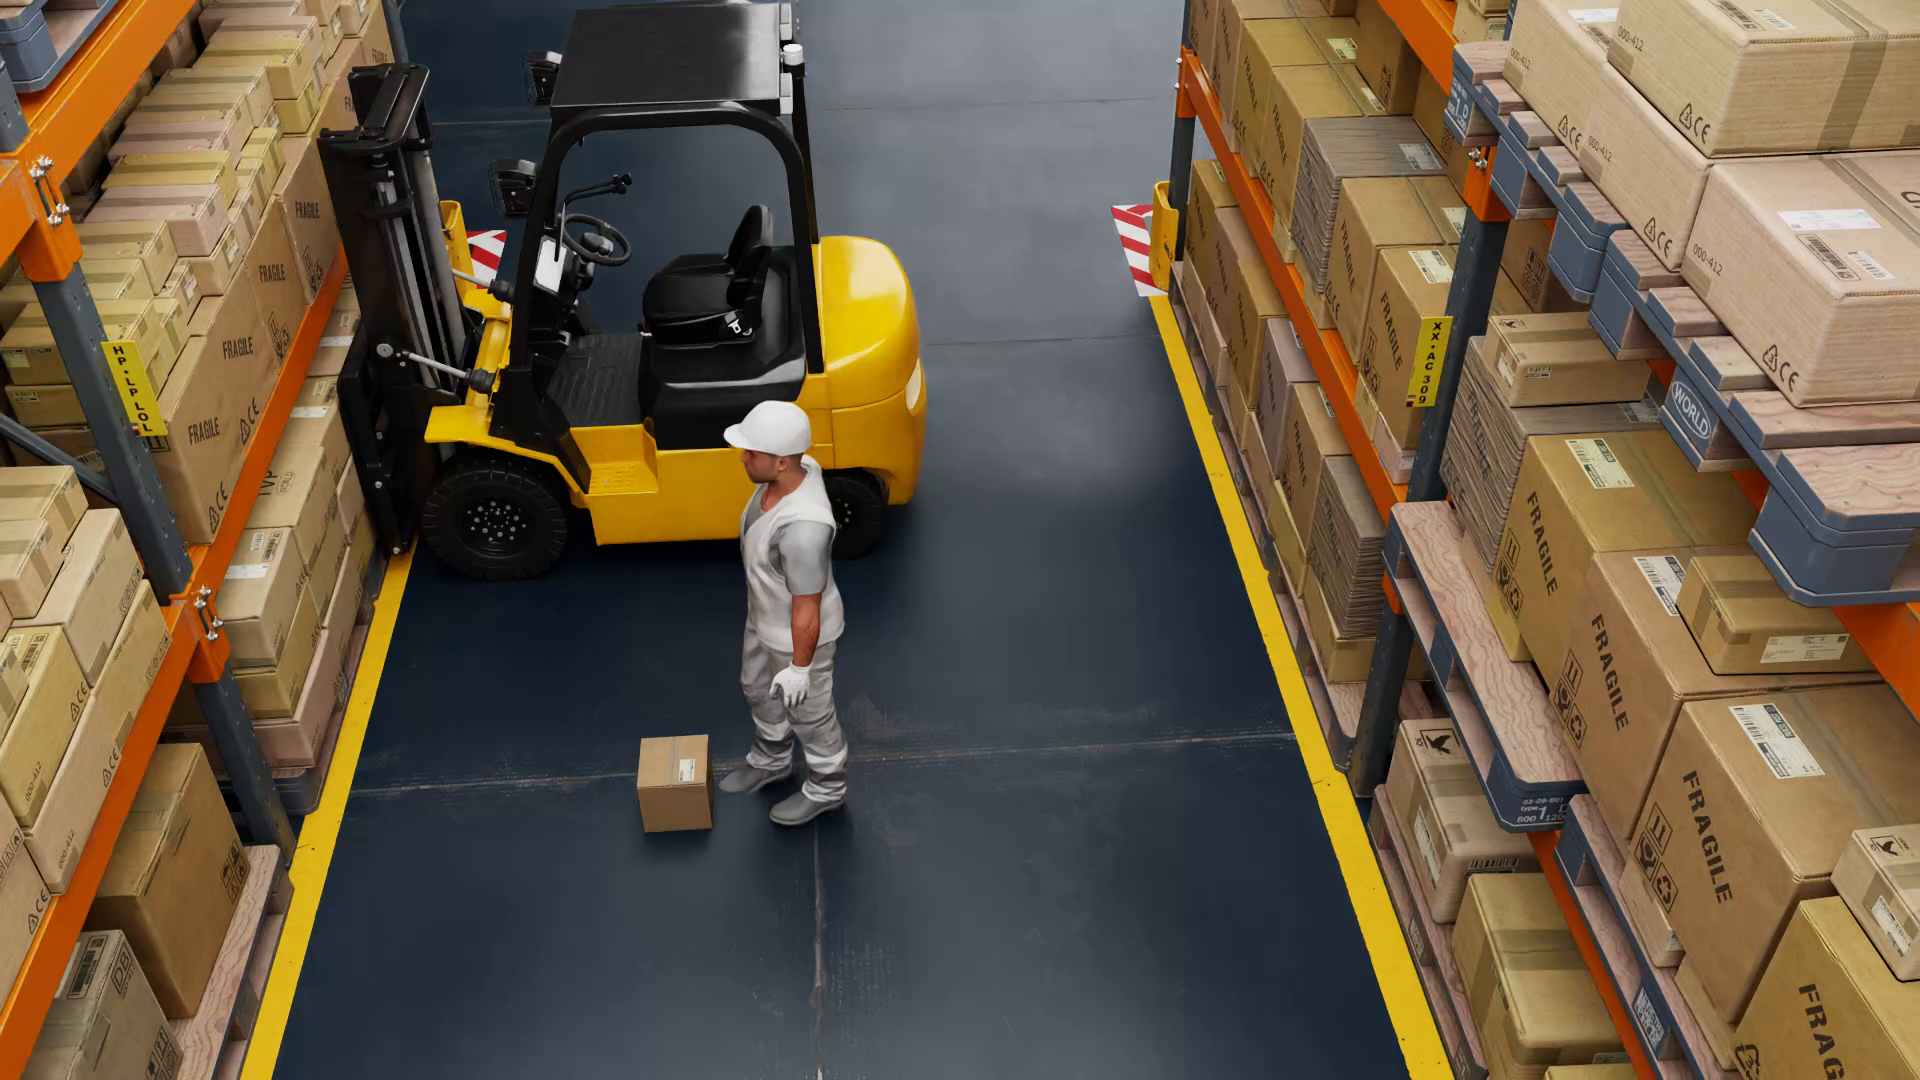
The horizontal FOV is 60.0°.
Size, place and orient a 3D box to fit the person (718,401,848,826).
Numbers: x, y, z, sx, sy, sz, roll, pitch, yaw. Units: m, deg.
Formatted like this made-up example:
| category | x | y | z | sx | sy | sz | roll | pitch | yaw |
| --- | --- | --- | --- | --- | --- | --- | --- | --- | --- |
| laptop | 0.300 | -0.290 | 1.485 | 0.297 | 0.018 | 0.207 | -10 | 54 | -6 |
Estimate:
| category | x | y | z | sx | sy | sz | roll | pitch | yaw |
| --- | --- | --- | --- | --- | --- | --- | --- | --- | --- |
| person | -0.644 | 0.323 | 5.741 | 0.485 | 1.819 | 0.576 | -11 | 40 | -14 |
